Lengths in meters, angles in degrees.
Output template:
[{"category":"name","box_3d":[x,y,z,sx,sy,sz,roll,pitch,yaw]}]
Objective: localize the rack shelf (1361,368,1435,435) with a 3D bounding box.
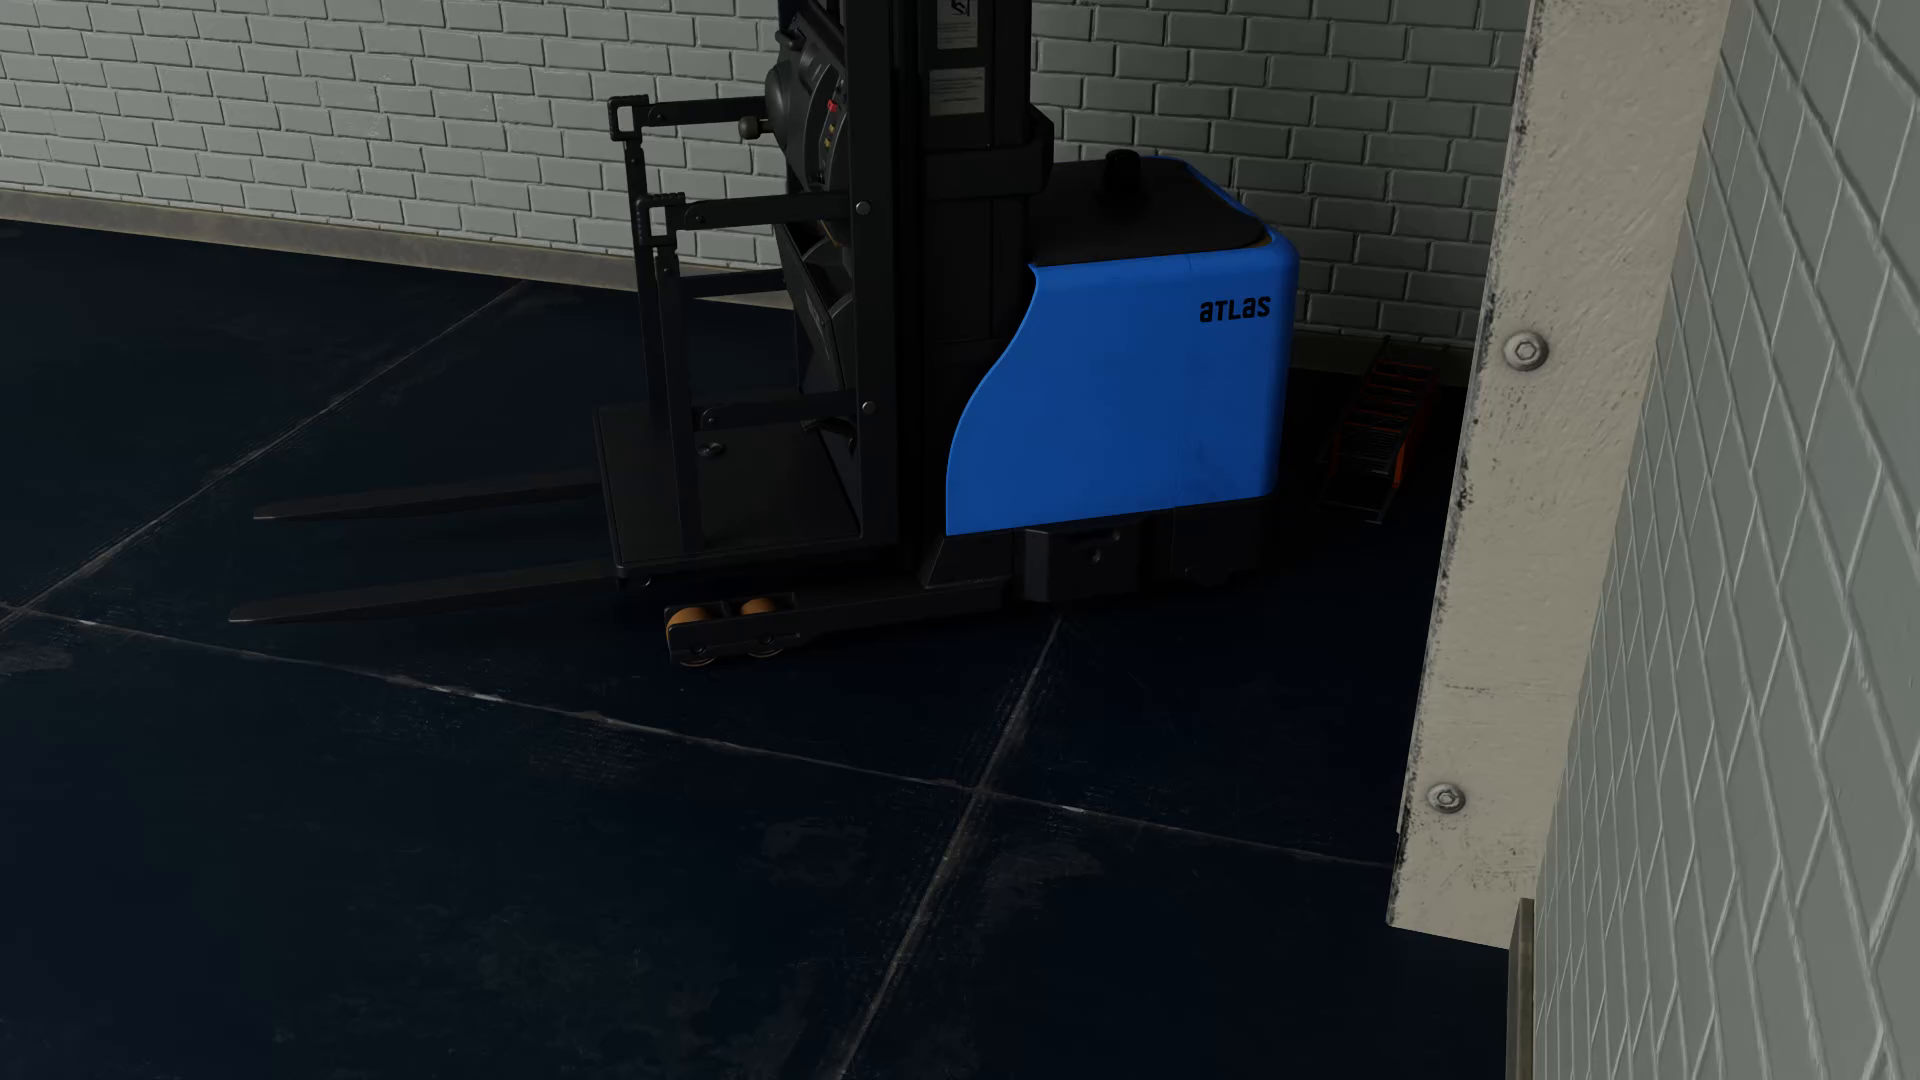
[{"category":"rack shelf","box_3d":[1.587,-0.507,6.077,0.258,0.180,0.103,12,31,20]}]

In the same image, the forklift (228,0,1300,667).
[{"category":"forklift","box_3d":[-0.603,-1.205,4.518,3.031,2.935,1.130,-7,30,-13]}]

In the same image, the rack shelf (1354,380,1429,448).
[{"category":"rack shelf","box_3d":[1.539,-0.454,5.981,0.258,0.180,0.103,12,31,20]}]

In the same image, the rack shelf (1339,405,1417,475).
[{"category":"rack shelf","box_3d":[1.443,-0.348,5.788,0.258,0.180,0.103,12,31,20]}]

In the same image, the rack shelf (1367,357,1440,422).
[{"category":"rack shelf","box_3d":[1.635,-0.559,6.174,0.258,0.180,0.103,12,31,20]}]

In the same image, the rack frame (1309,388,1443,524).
[{"category":"rack frame","box_3d":[1.509,-0.340,5.964,0.240,0.006,1.200,12,31,20]}]

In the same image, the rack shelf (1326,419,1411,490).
[{"category":"rack shelf","box_3d":[1.395,-0.295,5.692,0.258,0.180,0.103,12,31,20]}]

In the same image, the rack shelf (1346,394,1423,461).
[{"category":"rack shelf","box_3d":[1.491,-0.401,5.885,0.258,0.180,0.103,12,31,20]}]

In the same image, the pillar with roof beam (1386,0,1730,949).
[{"category":"pillar with roof beam","box_3d":[-2.940,-3.740,2.833,9.100,9.000,0.400,8,30,15]}]

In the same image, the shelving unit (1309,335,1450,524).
[{"category":"shelving unit","box_3d":[1.509,-0.421,5.920,0.258,0.189,1.200,12,31,20]}]

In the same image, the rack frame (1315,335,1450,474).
[{"category":"rack frame","box_3d":[1.509,-0.501,5.876,0.240,0.006,1.200,12,31,20]}]
